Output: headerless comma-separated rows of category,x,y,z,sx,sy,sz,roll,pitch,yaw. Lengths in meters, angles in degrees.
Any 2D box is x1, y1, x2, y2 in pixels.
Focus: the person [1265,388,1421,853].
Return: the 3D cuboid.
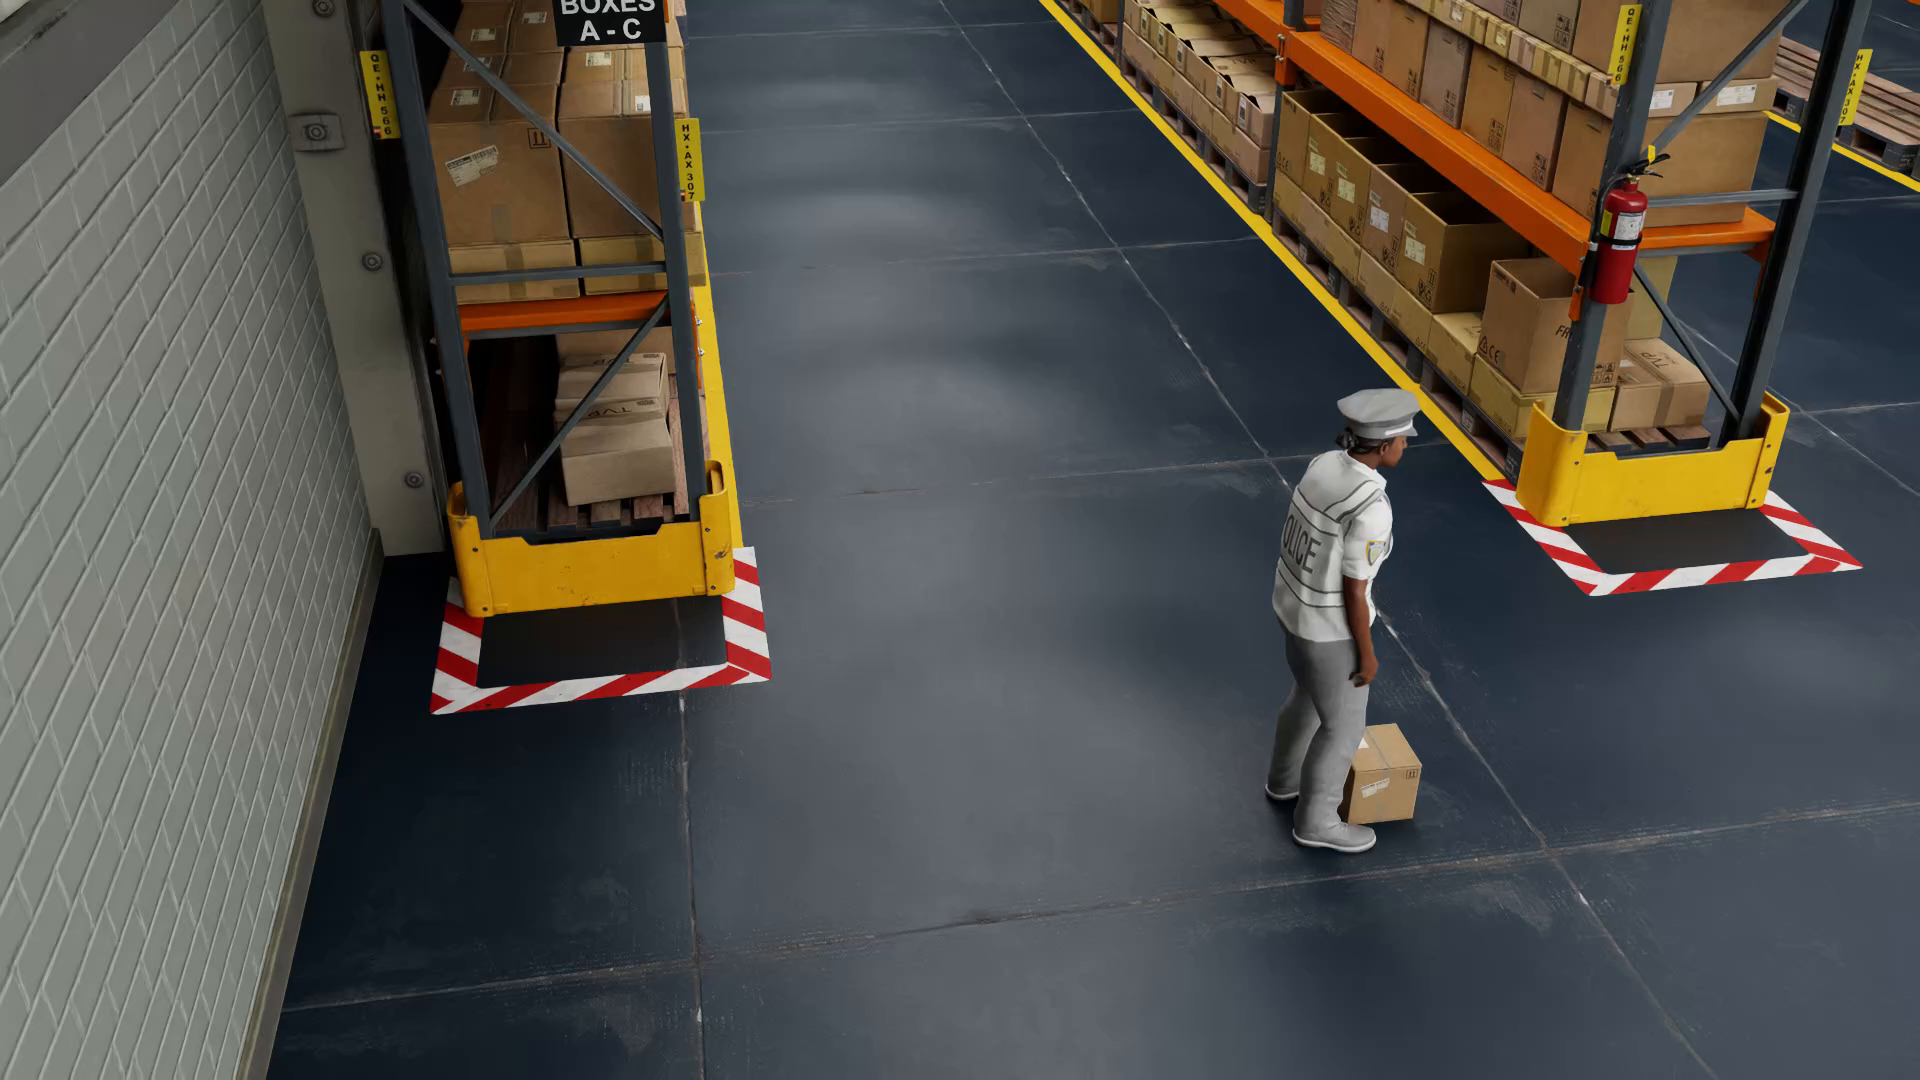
person,1.280,0.278,5.669,0.400,1.658,0.518,-6,31,-10
